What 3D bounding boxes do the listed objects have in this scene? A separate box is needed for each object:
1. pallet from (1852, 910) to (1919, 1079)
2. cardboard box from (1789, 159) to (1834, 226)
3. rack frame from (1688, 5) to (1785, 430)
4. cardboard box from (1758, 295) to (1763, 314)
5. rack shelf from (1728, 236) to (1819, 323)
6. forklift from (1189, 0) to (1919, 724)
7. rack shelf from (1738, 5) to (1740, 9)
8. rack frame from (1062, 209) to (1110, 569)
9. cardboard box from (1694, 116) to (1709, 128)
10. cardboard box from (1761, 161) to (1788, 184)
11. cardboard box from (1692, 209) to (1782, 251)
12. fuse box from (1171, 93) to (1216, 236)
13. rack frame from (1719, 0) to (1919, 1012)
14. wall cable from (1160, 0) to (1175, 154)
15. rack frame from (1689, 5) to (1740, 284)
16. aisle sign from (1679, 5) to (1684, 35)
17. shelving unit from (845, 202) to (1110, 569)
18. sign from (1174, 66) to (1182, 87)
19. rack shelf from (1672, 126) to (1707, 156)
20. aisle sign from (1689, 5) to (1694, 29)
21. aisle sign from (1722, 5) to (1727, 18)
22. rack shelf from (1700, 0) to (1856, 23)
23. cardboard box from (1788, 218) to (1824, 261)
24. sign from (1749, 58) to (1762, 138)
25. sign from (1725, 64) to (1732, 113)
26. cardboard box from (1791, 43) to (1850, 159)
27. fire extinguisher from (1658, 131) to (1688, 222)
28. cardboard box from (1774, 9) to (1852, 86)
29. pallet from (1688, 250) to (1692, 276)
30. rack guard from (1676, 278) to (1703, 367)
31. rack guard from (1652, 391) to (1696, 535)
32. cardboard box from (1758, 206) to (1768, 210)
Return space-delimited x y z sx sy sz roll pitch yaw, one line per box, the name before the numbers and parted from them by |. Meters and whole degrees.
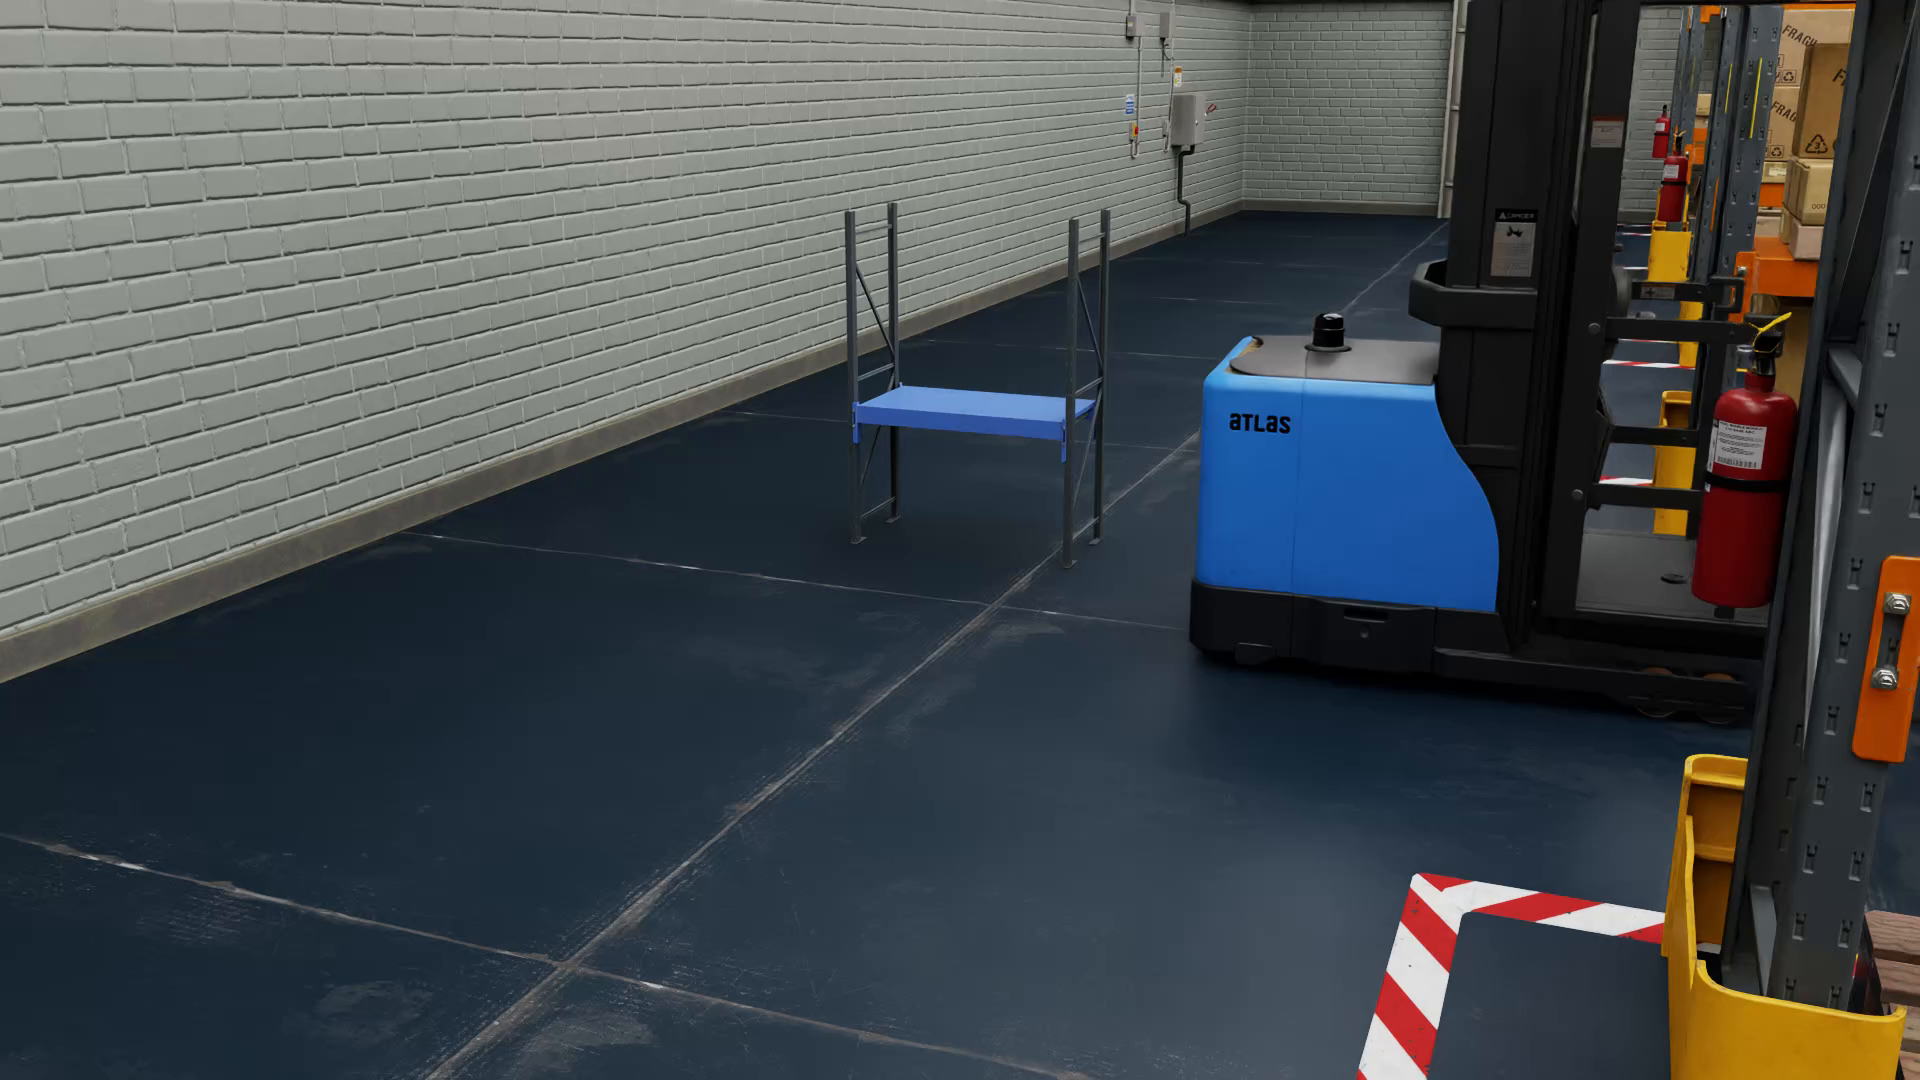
pallet | 2.510 1.160 3.298 1.213 0.211 1.003 6 17 21
cardboard box | 3.922 -1.509 7.228 0.500 0.250 0.500 6 17 19
rack frame | 3.575 -1.558 7.659 0.127 3.000 1.000 6 17 21
cardboard box | 5.882 -1.689 11.938 0.250 0.149 0.380 7 18 23
rack shelf | 5.435 -1.008 7.055 4.000 0.370 1.077 6 17 21
forklift | 2.421 -0.958 5.716 3.031 2.935 1.130 5 17 17
rack shelf | 7.349 -3.724 11.032 4.000 0.370 1.077 6 17 21
rack frame | 0.552 -0.660 7.255 0.032 1.500 0.500 6 17 21
cardboard box | 9.234 -5.190 20.622 0.250 0.149 0.380 6 17 20
cardboard box | 5.670 -2.595 11.683 0.250 0.149 0.380 6 17 20
cardboard box | 7.861 -3.058 16.668 0.875 0.438 0.875 6 17 19
fuse box | 2.863 -4.610 20.483 0.414 1.711 0.539 6 17 21
rack frame | 1.757 -0.273 3.234 0.127 3.000 1.000 6 17 21
wall cable | 2.466 -5.556 19.608 0.122 1.984 0.588 6 17 21
rack frame | 5.489 -2.834 12.055 0.127 3.000 1.000 6 17 21
aisle sign | 8.857 -6.595 20.347 0.004 0.787 0.394 6 17 21
shelving unit | 0.079 -0.712 7.434 1.048 1.500 0.538 6 17 21
sign | 2.650 -5.632 20.212 0.001 0.242 0.339 6 17 21
rack shelf | 10.889 -4.866 20.344 4.000 0.370 1.077 6 17 21
aisle sign | 7.037 -5.308 15.916 0.004 0.787 0.394 6 17 21
aisle sign | 5.311 -4.012 11.450 0.004 0.787 0.394 6 17 21
rack shelf | 9.071 -5.018 15.490 4.000 0.370 1.077 6 17 21
cardboard box | 3.784 -1.315 7.274 0.250 0.149 0.380 6 17 21
sign | 3.365 -1.868 7.034 0.005 0.325 0.100 6 17 21
sign | 5.290 -3.109 11.449 0.005 0.325 0.100 6 17 21
cardboard box | 4.124 -2.007 7.597 0.500 0.500 0.500 7 17 21
fire extinguisher | 5.424 -2.763 12.618 0.183 0.674 0.296 6 17 21
cardboard box | 5.809 -3.390 11.464 0.500 0.500 0.500 6 17 20
pallet | 7.983 -2.727 16.689 1.213 0.211 1.003 6 17 21
rack guard | 5.559 -1.626 12.376 0.348 0.500 1.175 6 17 21
rack guard | 3.552 -0.360 8.016 0.348 0.500 1.175 6 17 21
cardboard box | 9.944 -4.107 20.802 0.250 0.149 0.380 6 17 18
